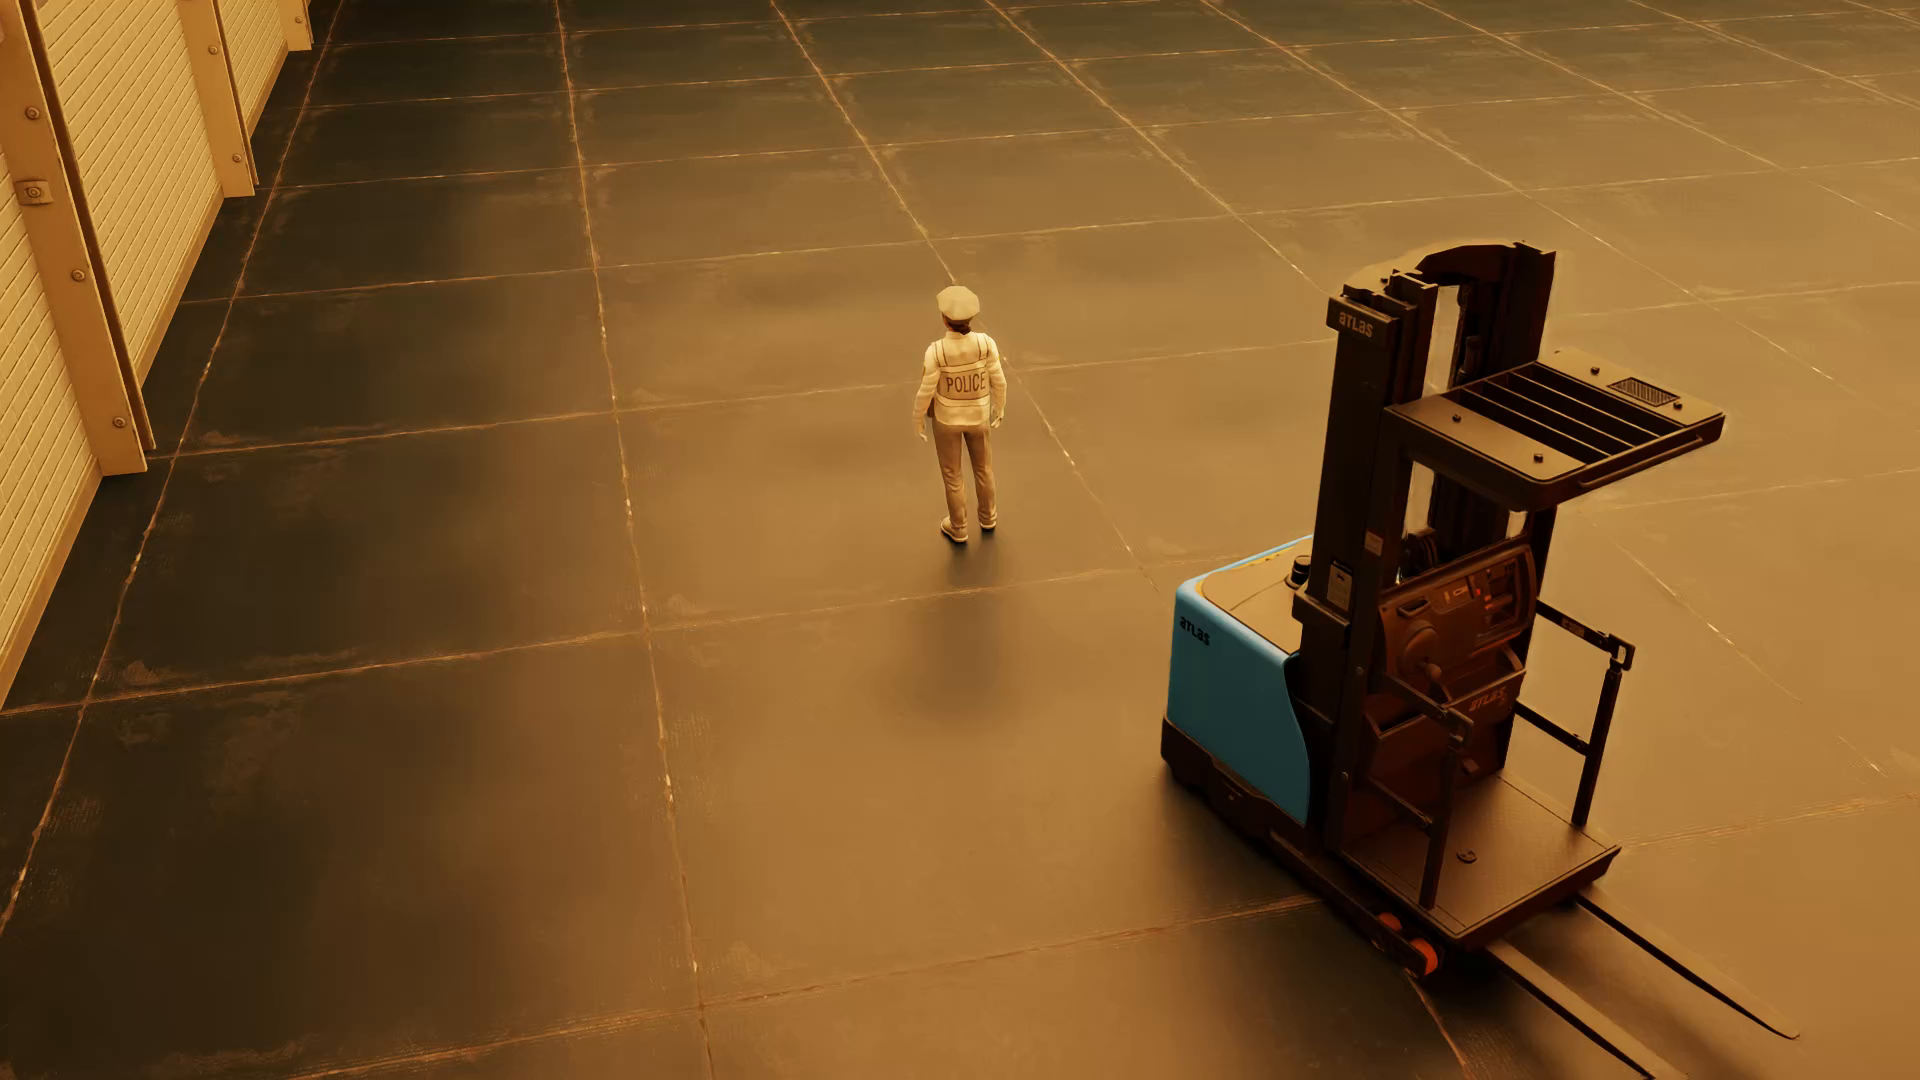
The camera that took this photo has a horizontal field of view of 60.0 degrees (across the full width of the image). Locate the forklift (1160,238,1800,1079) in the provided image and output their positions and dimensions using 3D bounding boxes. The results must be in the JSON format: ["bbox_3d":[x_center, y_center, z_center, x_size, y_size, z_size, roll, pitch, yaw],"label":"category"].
[{"bbox_3d":[2.252,0.356,6.960,1.130,2.935,3.031,-18,35,-28],"label":"forklift"}]

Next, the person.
[{"bbox_3d":[-0.010,-0.774,10.131,0.588,1.695,0.531,-7,31,-12],"label":"person"}]
